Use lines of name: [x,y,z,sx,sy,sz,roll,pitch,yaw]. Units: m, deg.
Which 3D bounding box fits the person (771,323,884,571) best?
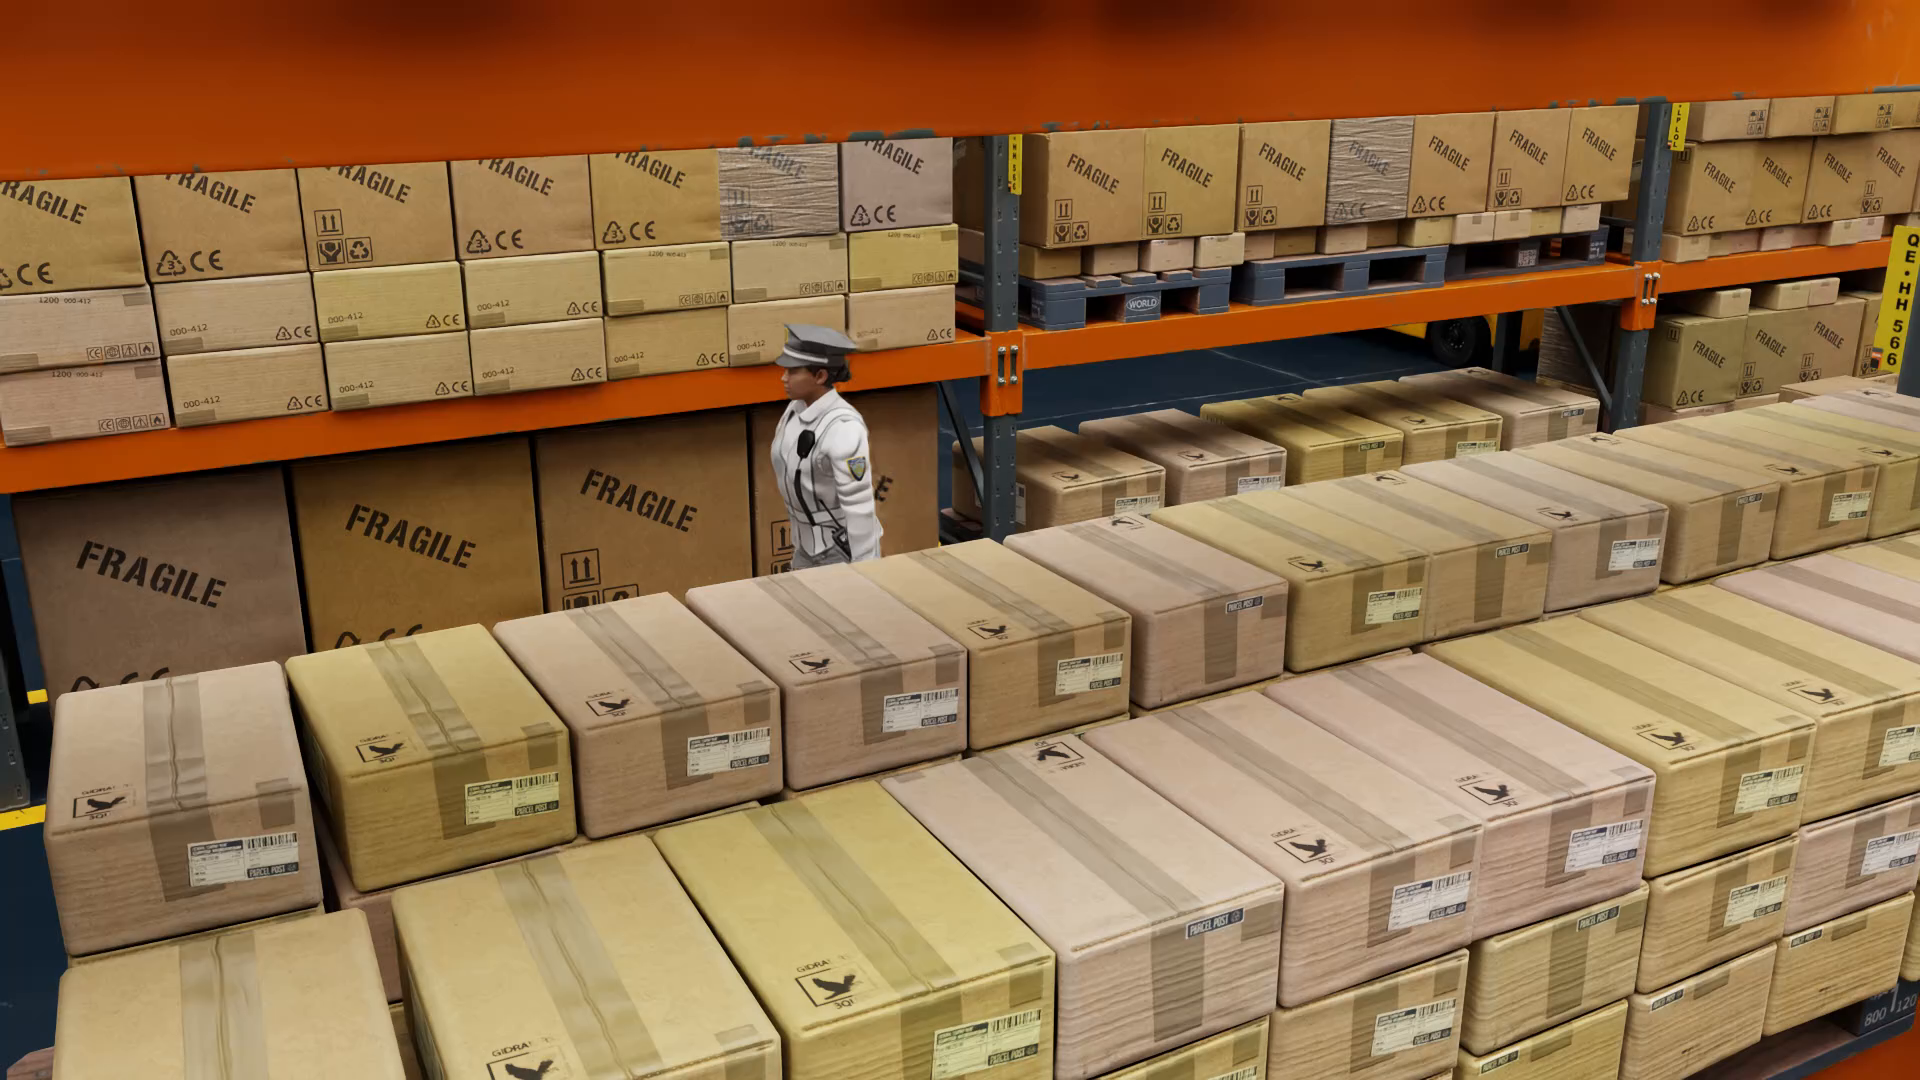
person: [-0.365,0.034,5.893,0.604,1.669,0.501,-10,21,-26]
